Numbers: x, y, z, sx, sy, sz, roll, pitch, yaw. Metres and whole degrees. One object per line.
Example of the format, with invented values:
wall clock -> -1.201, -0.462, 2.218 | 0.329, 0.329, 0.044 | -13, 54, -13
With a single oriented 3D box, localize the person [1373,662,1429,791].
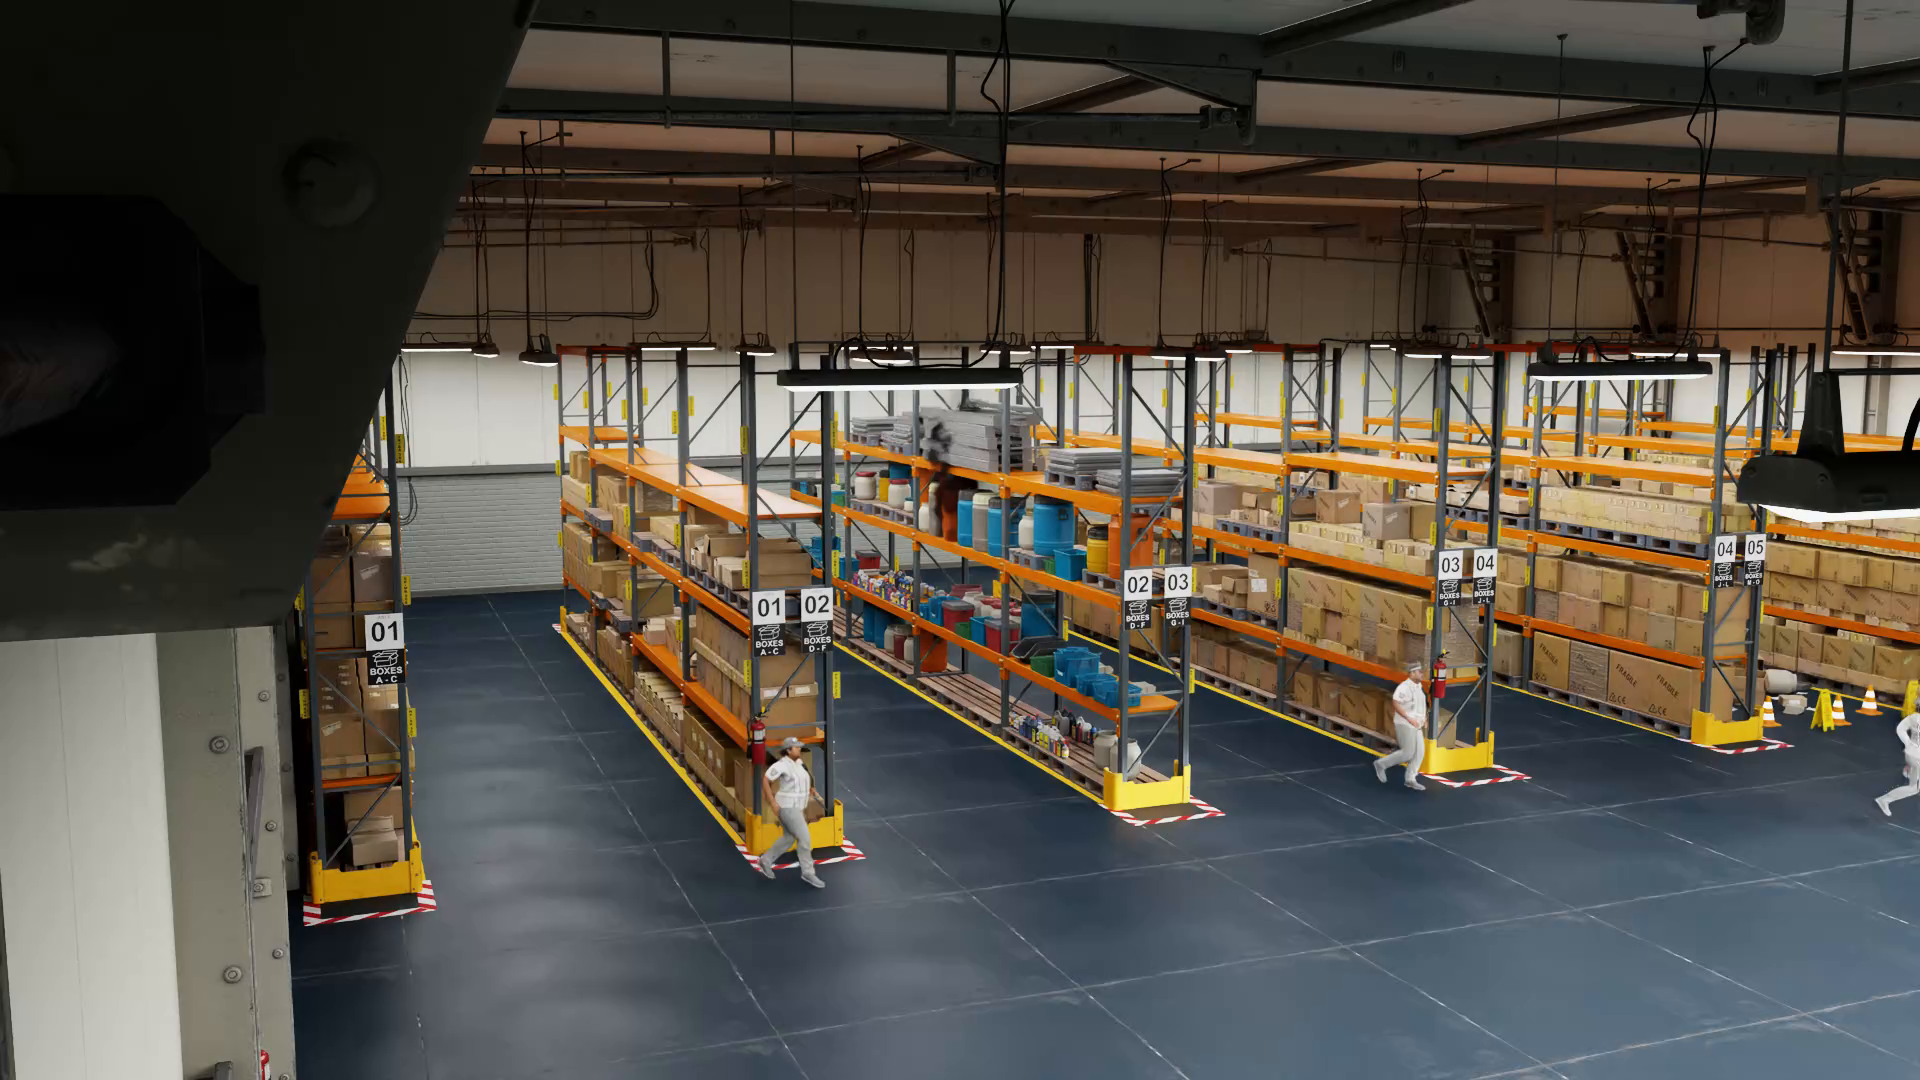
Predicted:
person -> 6.225, 2.544, 23.131 | 0.721, 1.745, 0.706 | 6, 9, 38

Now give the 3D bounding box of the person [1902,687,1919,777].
person -> 13.603, 2.574, 23.252 | 0.650, 1.642, 0.586 | 5, 9, 34

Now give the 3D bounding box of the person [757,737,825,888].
person -> -1.888, 3.092, 19.091 | 0.838, 1.659, 0.619 | 2, 8, 16

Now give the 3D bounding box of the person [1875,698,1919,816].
person -> 12.204, 2.803, 21.286 | 0.892, 1.681, 0.600 | 1, 7, 10
